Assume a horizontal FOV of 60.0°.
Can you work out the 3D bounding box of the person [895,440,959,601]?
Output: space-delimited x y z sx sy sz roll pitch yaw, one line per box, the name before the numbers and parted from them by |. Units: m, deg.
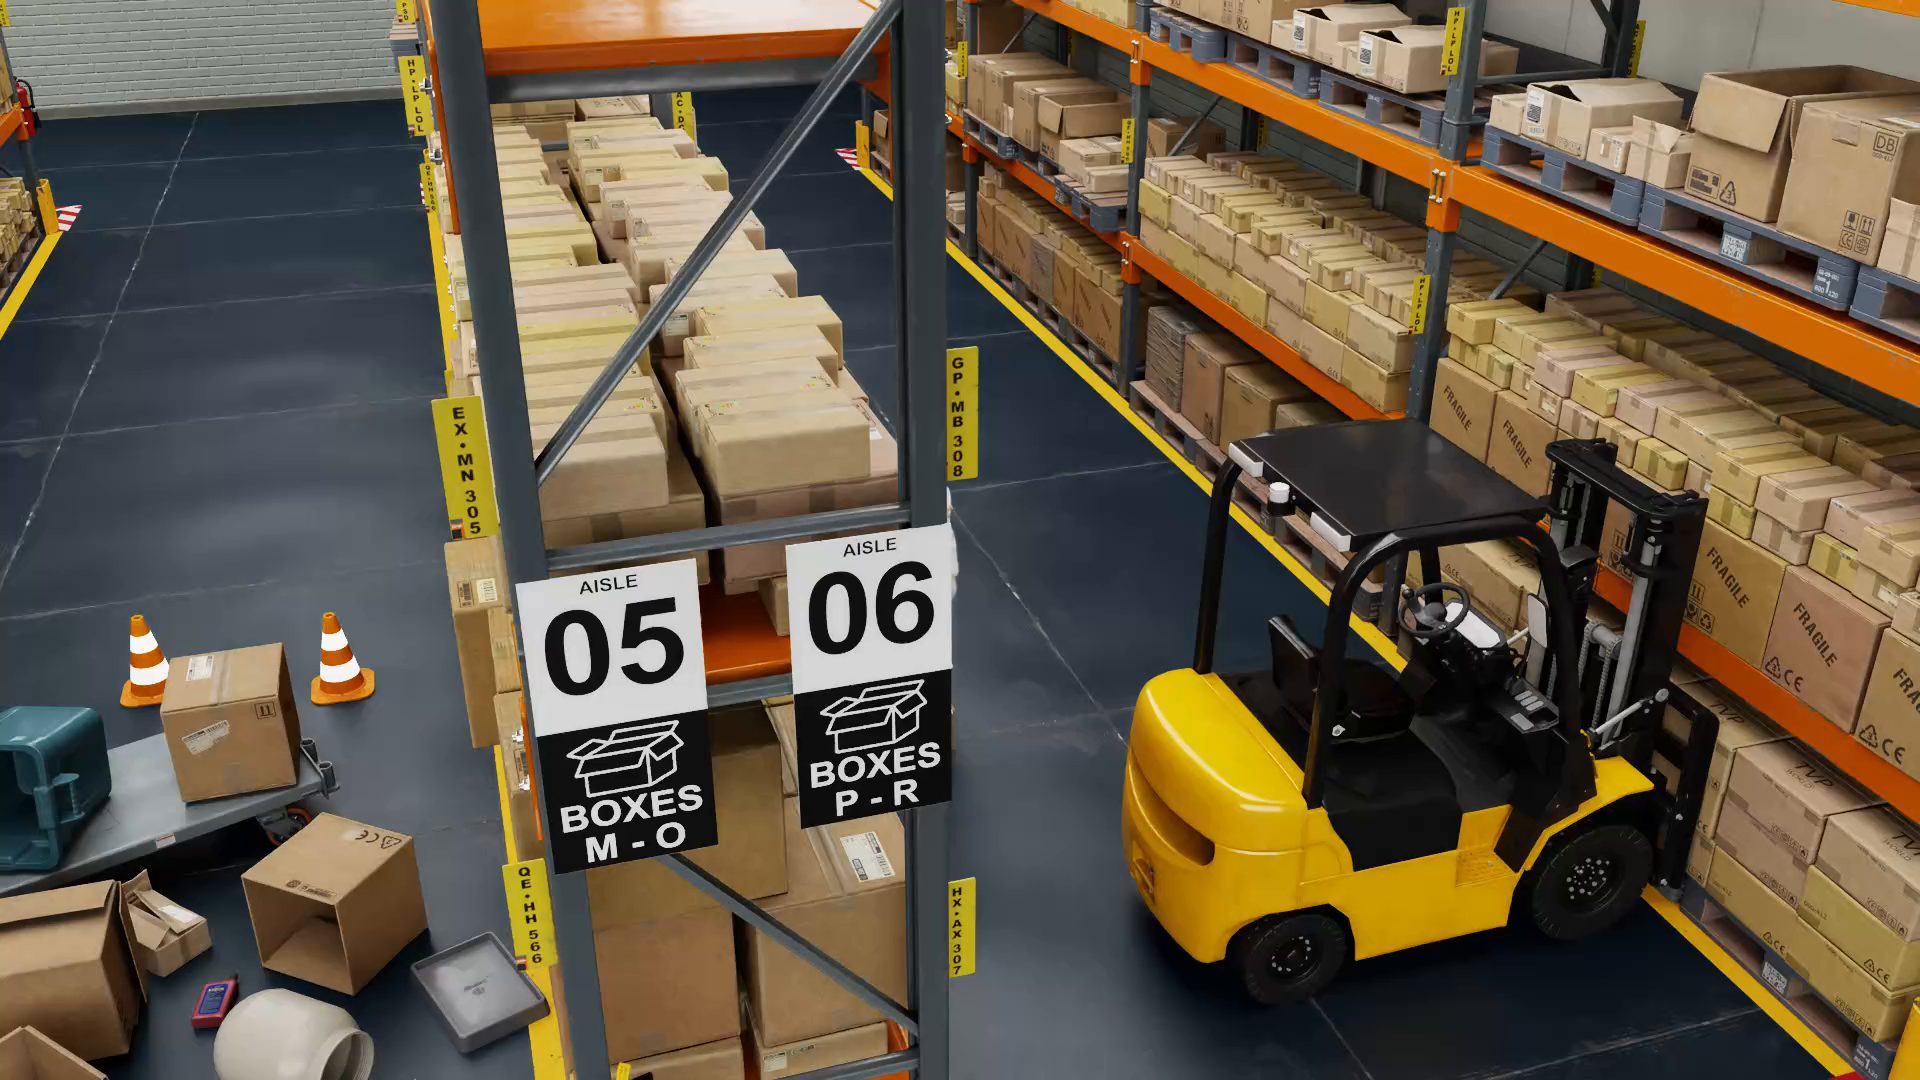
person | -0.259 0.226 8.657 0.543 1.662 0.376 -10 28 -19
